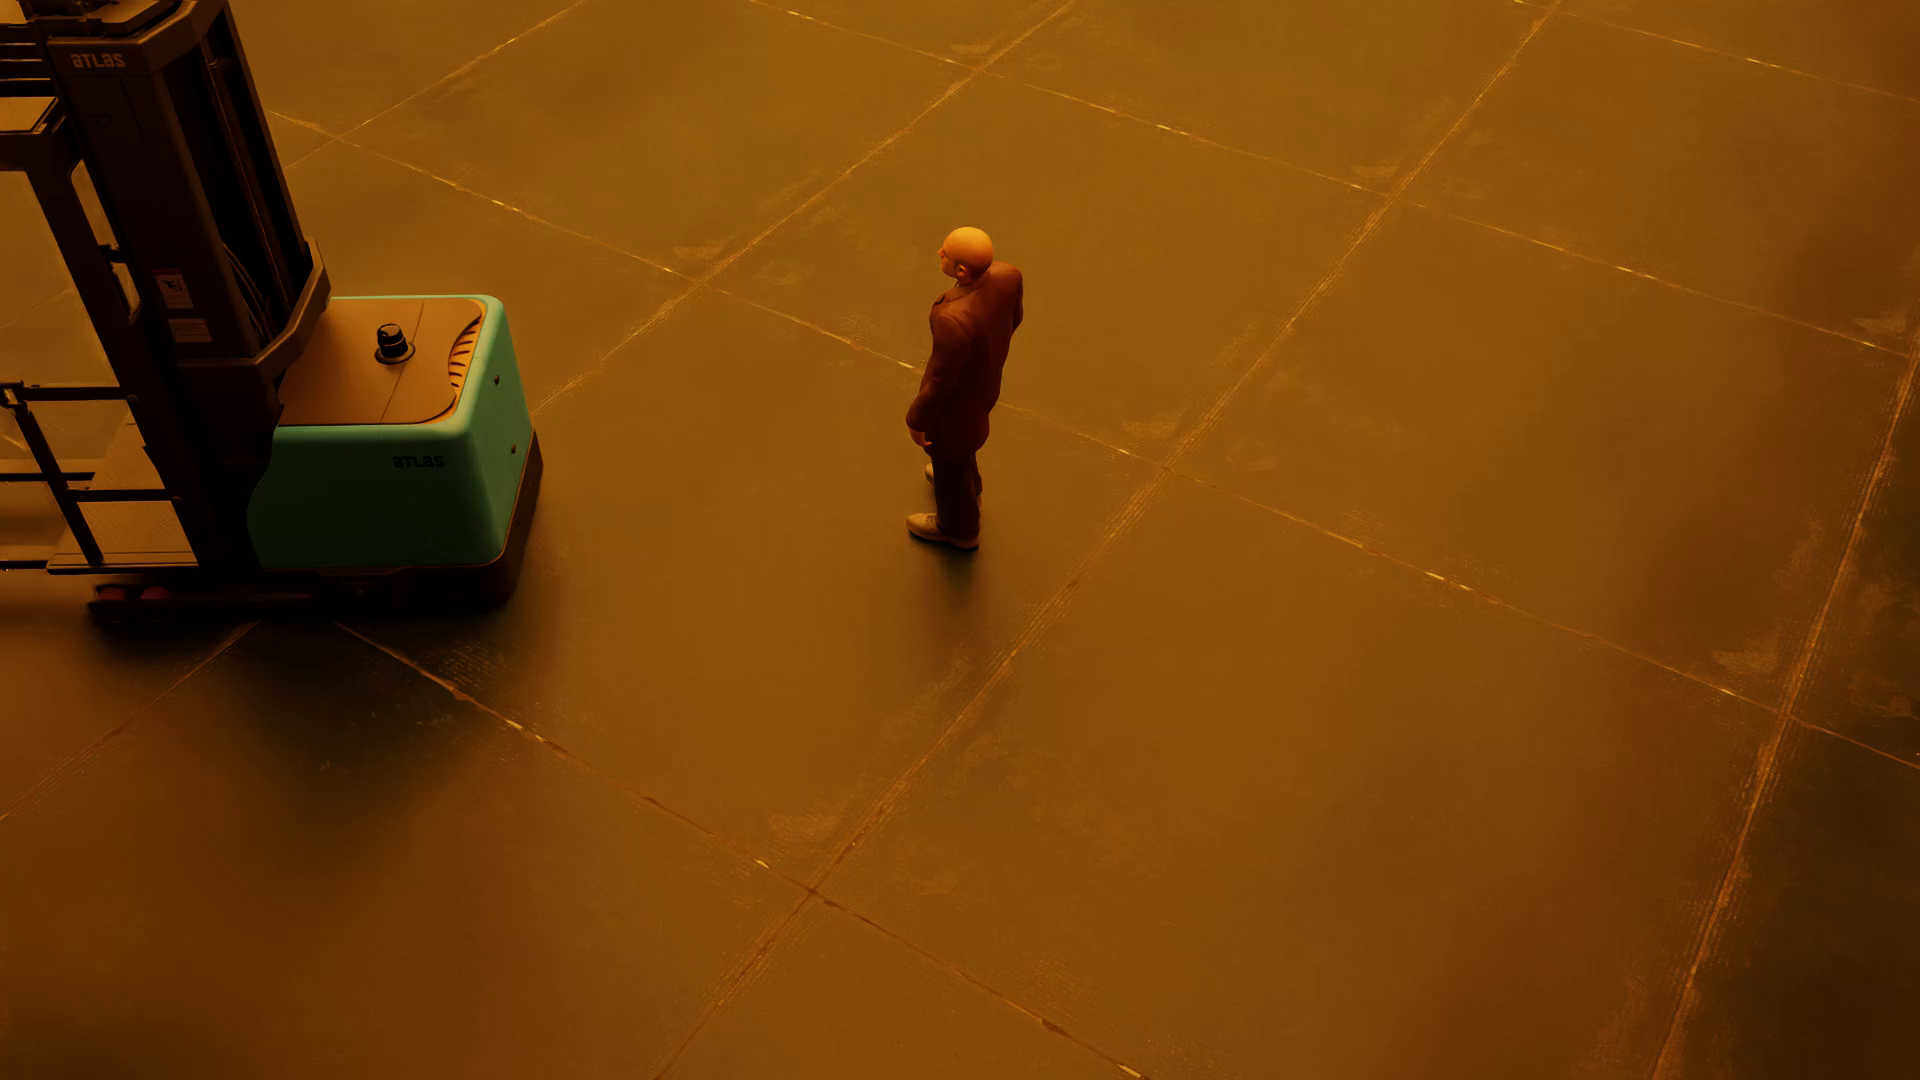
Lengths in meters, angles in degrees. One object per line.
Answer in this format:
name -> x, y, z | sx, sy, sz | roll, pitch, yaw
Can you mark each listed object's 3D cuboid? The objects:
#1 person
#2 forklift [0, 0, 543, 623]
person -> -0.076, -0.687, 7.401 | 0.580, 1.777, 0.698 | 24, 48, 23
forklift -> -3.573, -1.057, 6.964 | 3.031, 2.935, 1.130 | -1, 43, -1
